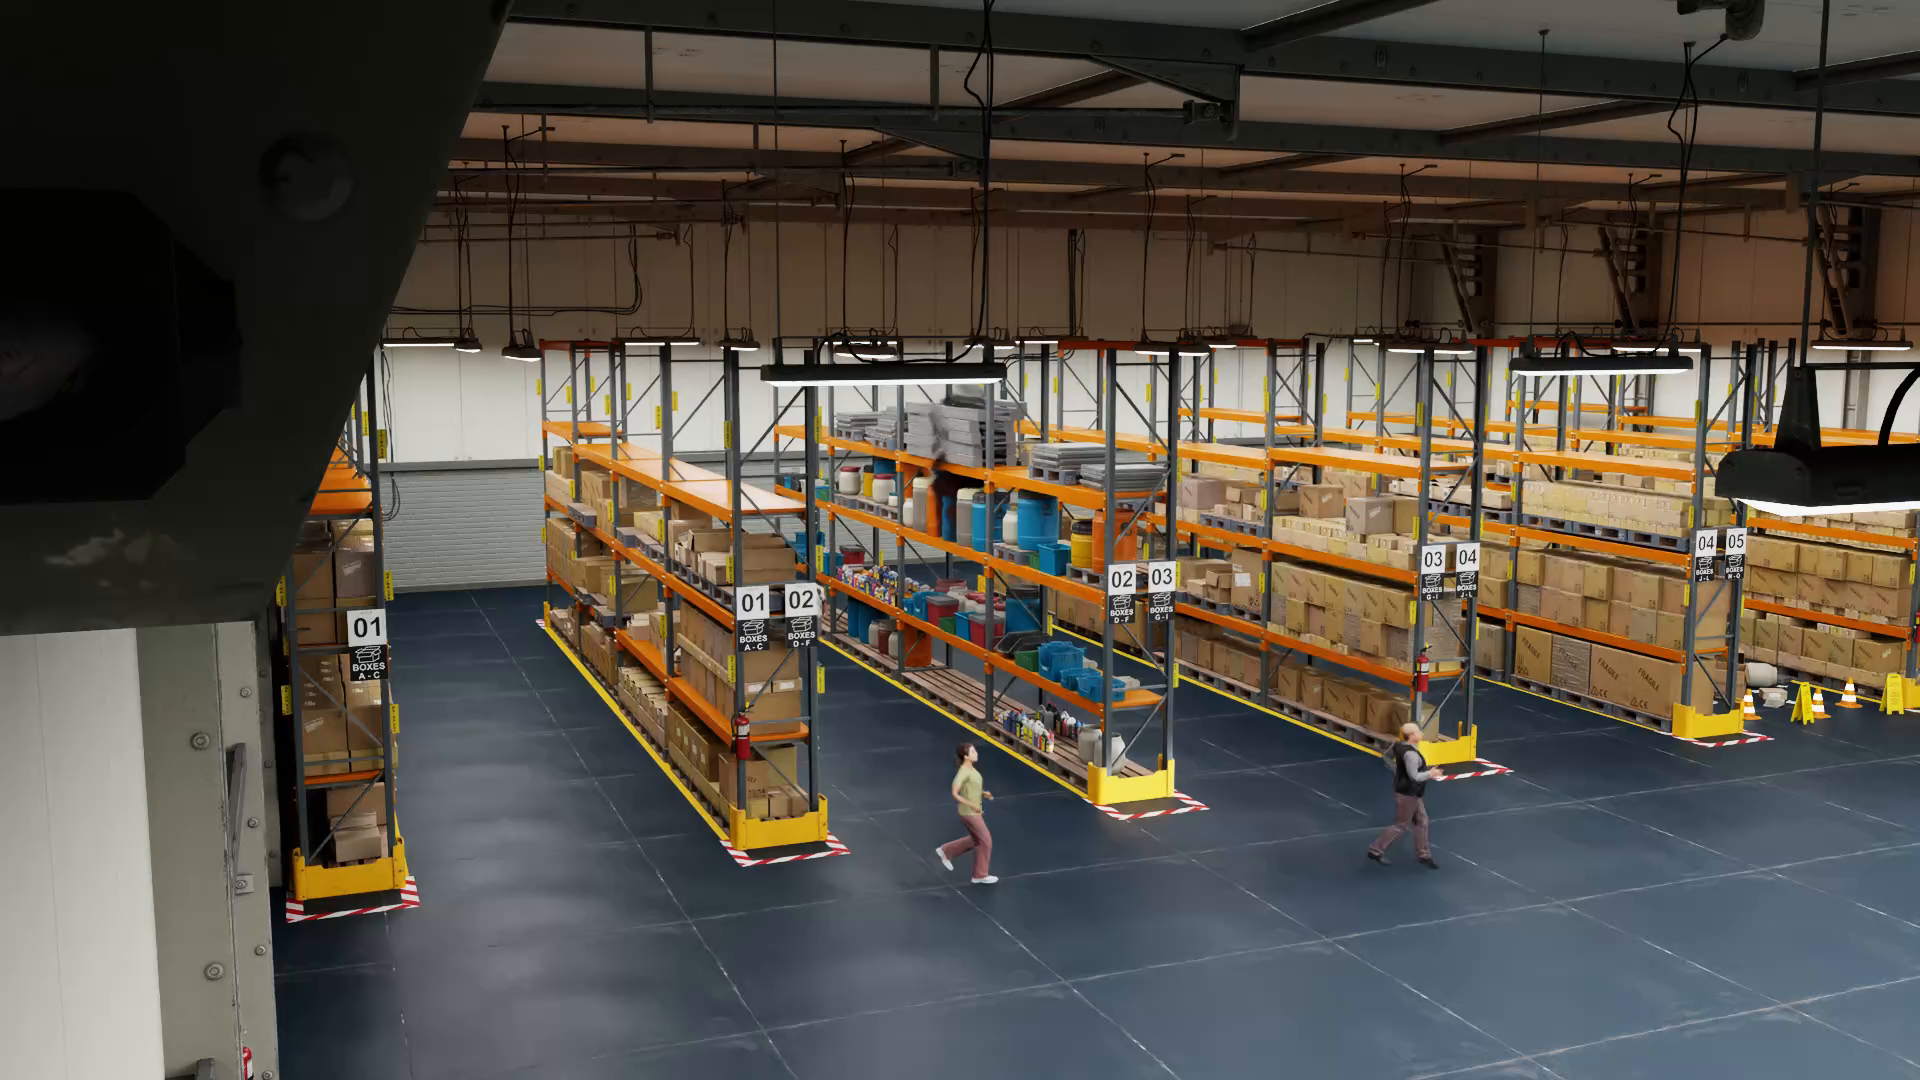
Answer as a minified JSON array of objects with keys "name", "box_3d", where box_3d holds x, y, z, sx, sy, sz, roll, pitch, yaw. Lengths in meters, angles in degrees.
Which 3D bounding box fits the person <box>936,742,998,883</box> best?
[{"name":"person","box_3d":[0.073,3.083,18.833,0.724,1.625,0.584,1,8,8]}]

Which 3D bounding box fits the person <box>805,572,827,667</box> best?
[{"name":"person","box_3d":[-2.640,1.378,29.740,0.579,1.678,0.731,-3,8,-22]}]

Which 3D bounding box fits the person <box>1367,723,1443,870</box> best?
[{"name":"person","box_3d":[5.162,2.982,19.233,0.858,1.773,0.648,1,7,8]}]

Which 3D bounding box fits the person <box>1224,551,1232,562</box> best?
[{"name":"person","box_3d":[6.757,0.111,41.260,0.723,1.721,0.833,-5,9,-36]}]
